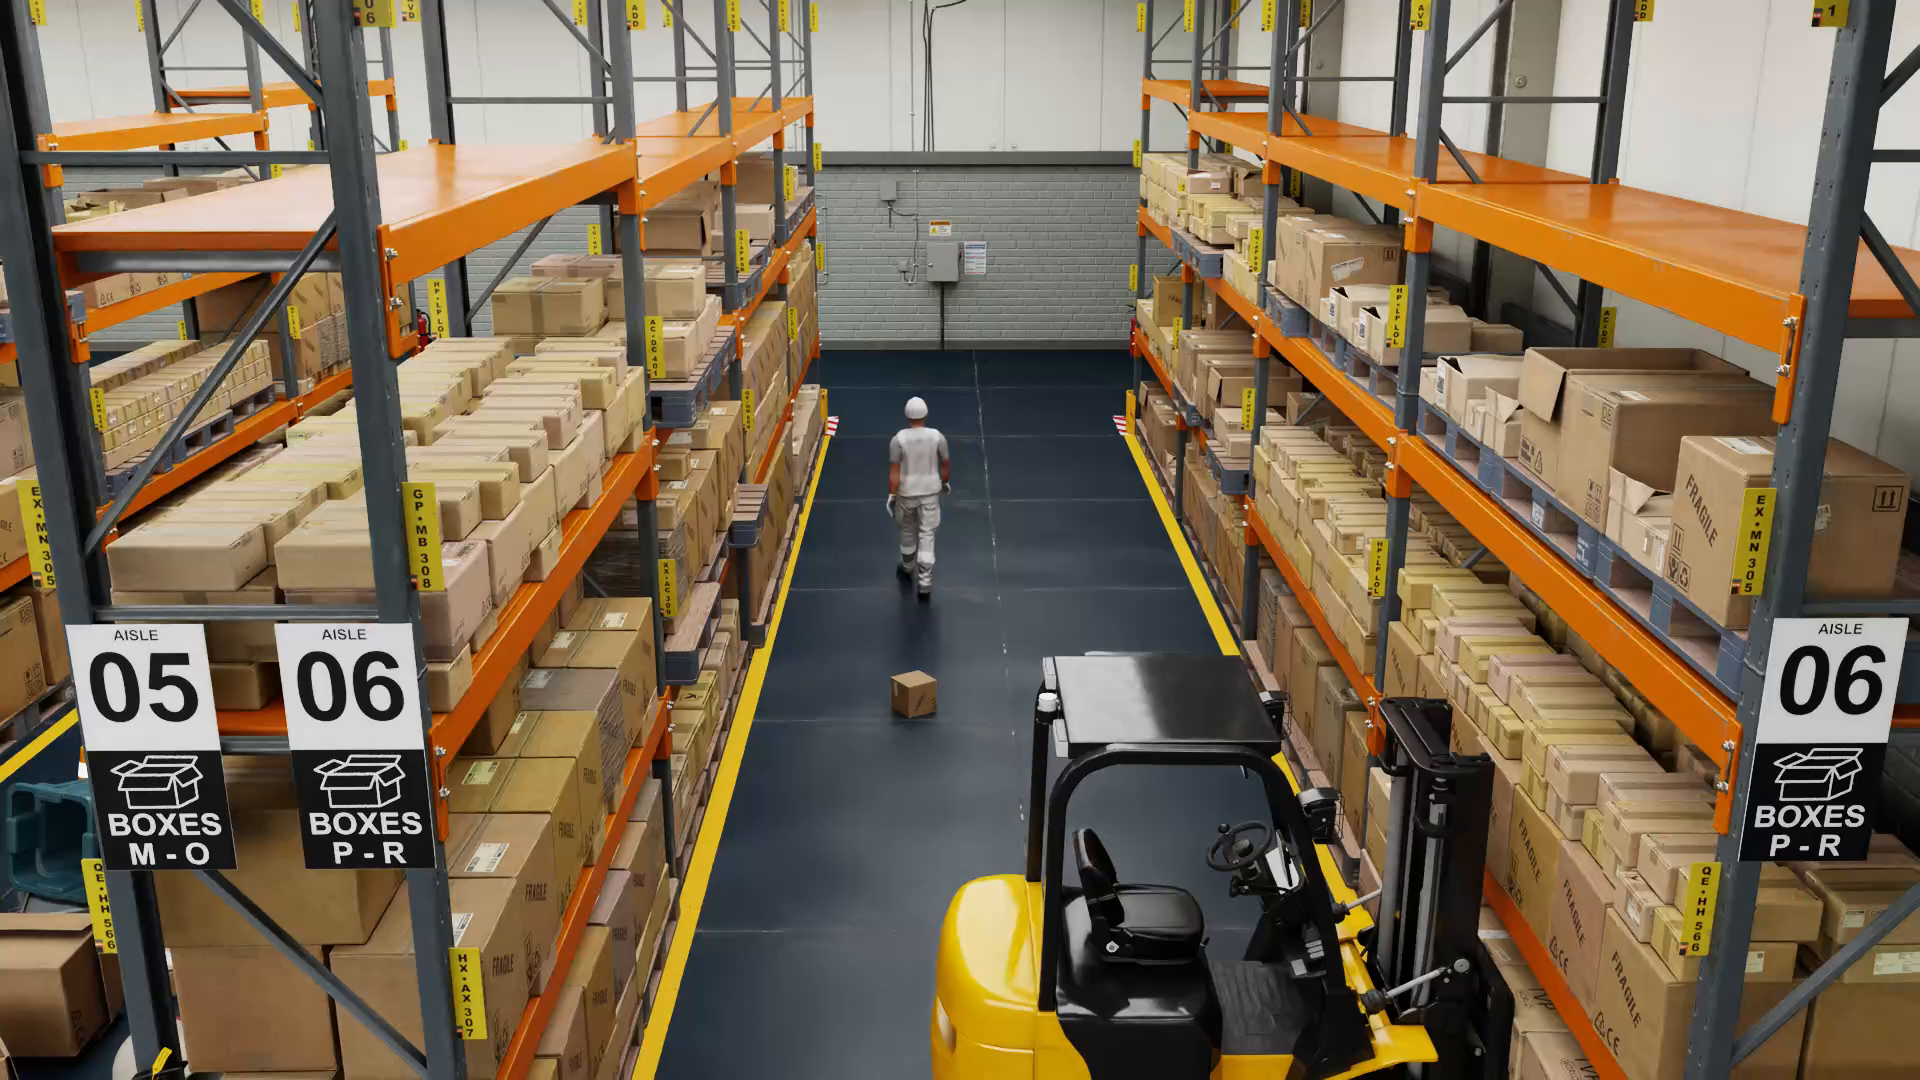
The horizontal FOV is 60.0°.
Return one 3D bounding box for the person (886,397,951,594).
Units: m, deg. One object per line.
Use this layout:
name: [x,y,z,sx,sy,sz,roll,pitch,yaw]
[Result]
person: [-0.374,-0.461,14.985,0.588,1.735,1.019,-1,17,-3]
